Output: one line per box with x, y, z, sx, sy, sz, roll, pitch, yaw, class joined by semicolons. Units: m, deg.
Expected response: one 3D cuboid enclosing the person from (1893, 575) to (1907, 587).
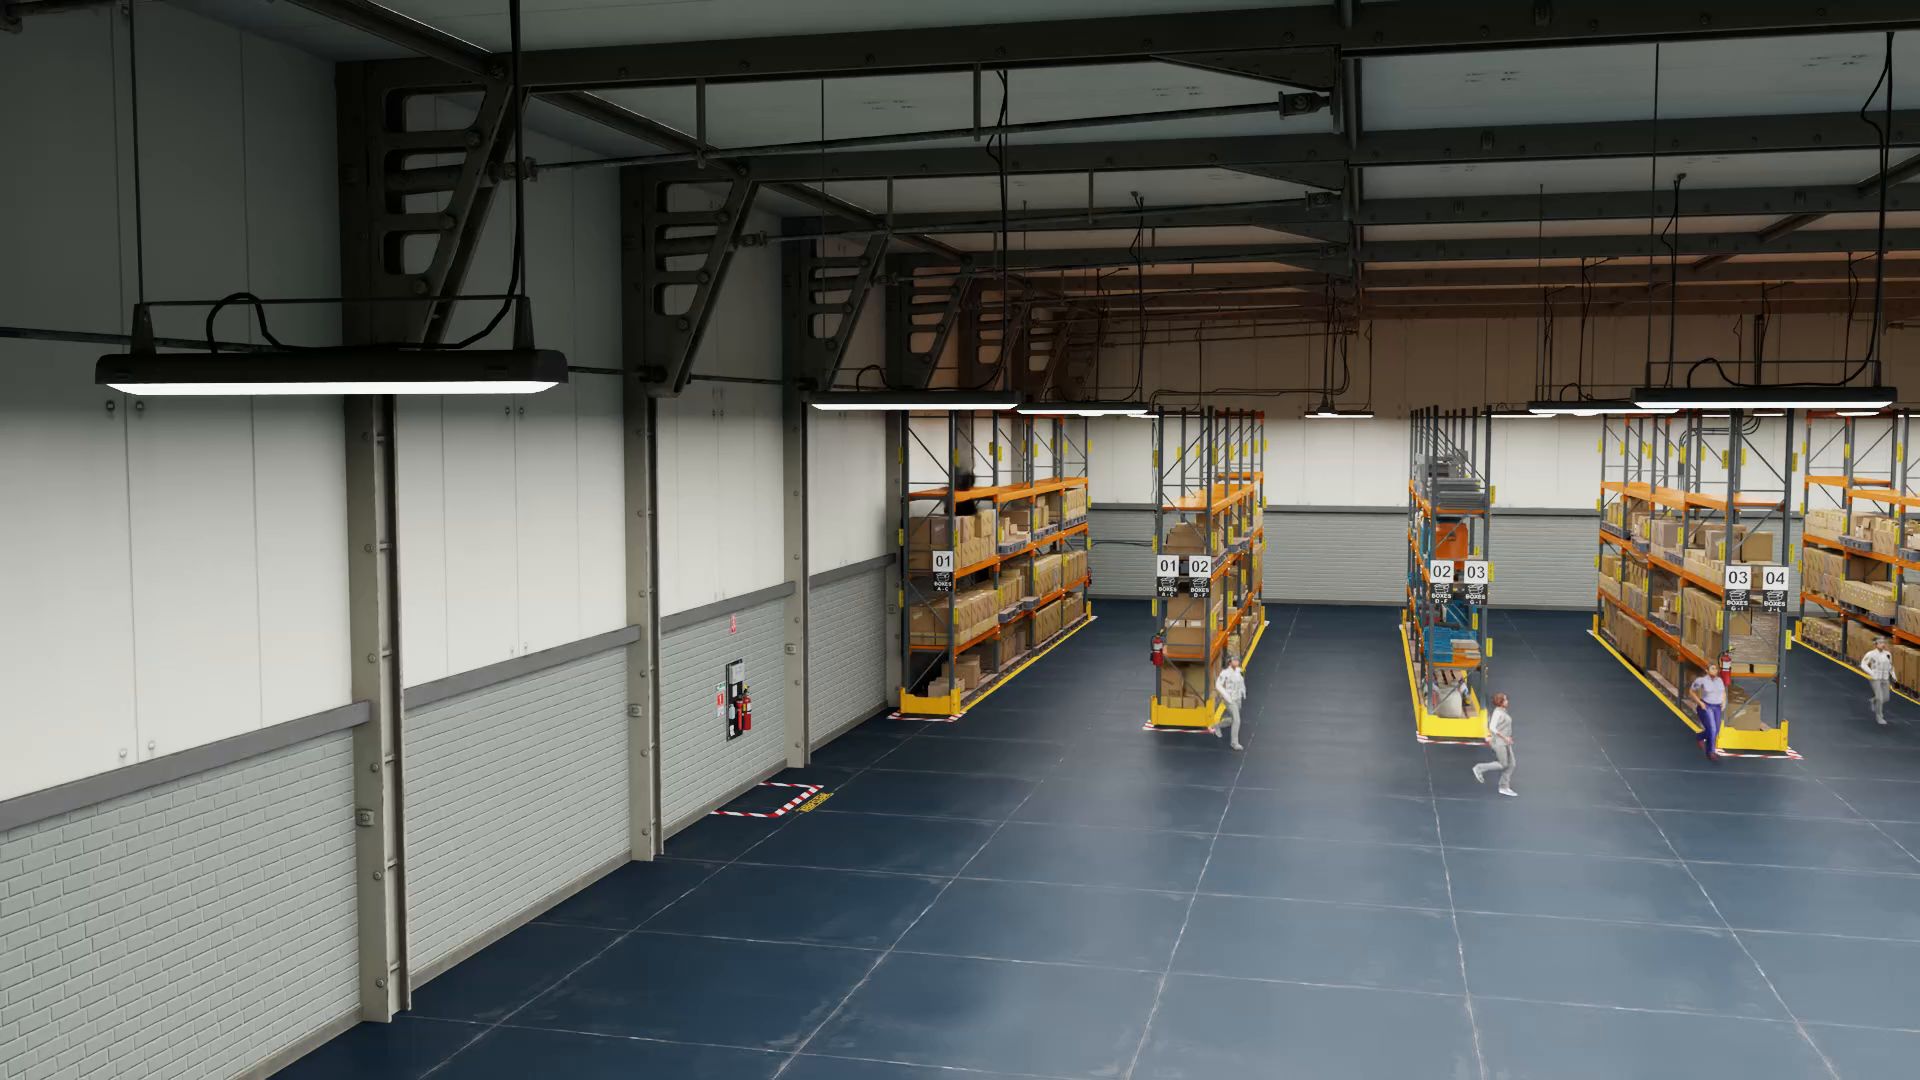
25.011;1.759;43.931;0.986;1.675;0.567;1;4;9;person

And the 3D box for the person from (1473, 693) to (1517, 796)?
8.237;3.122;25.528;0.664;1.575;0.536;2;5;31;person

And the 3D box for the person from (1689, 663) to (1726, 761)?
12.732;2.894;28.321;0.628;1.635;0.740;-1;4;-12;person

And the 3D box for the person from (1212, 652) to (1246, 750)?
4.725;2.800;29.212;0.617;1.710;0.704;-3;5;-39;person

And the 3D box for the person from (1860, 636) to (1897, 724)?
17.455;2.644;31.639;0.617;1.653;0.609;0;4;0;person
